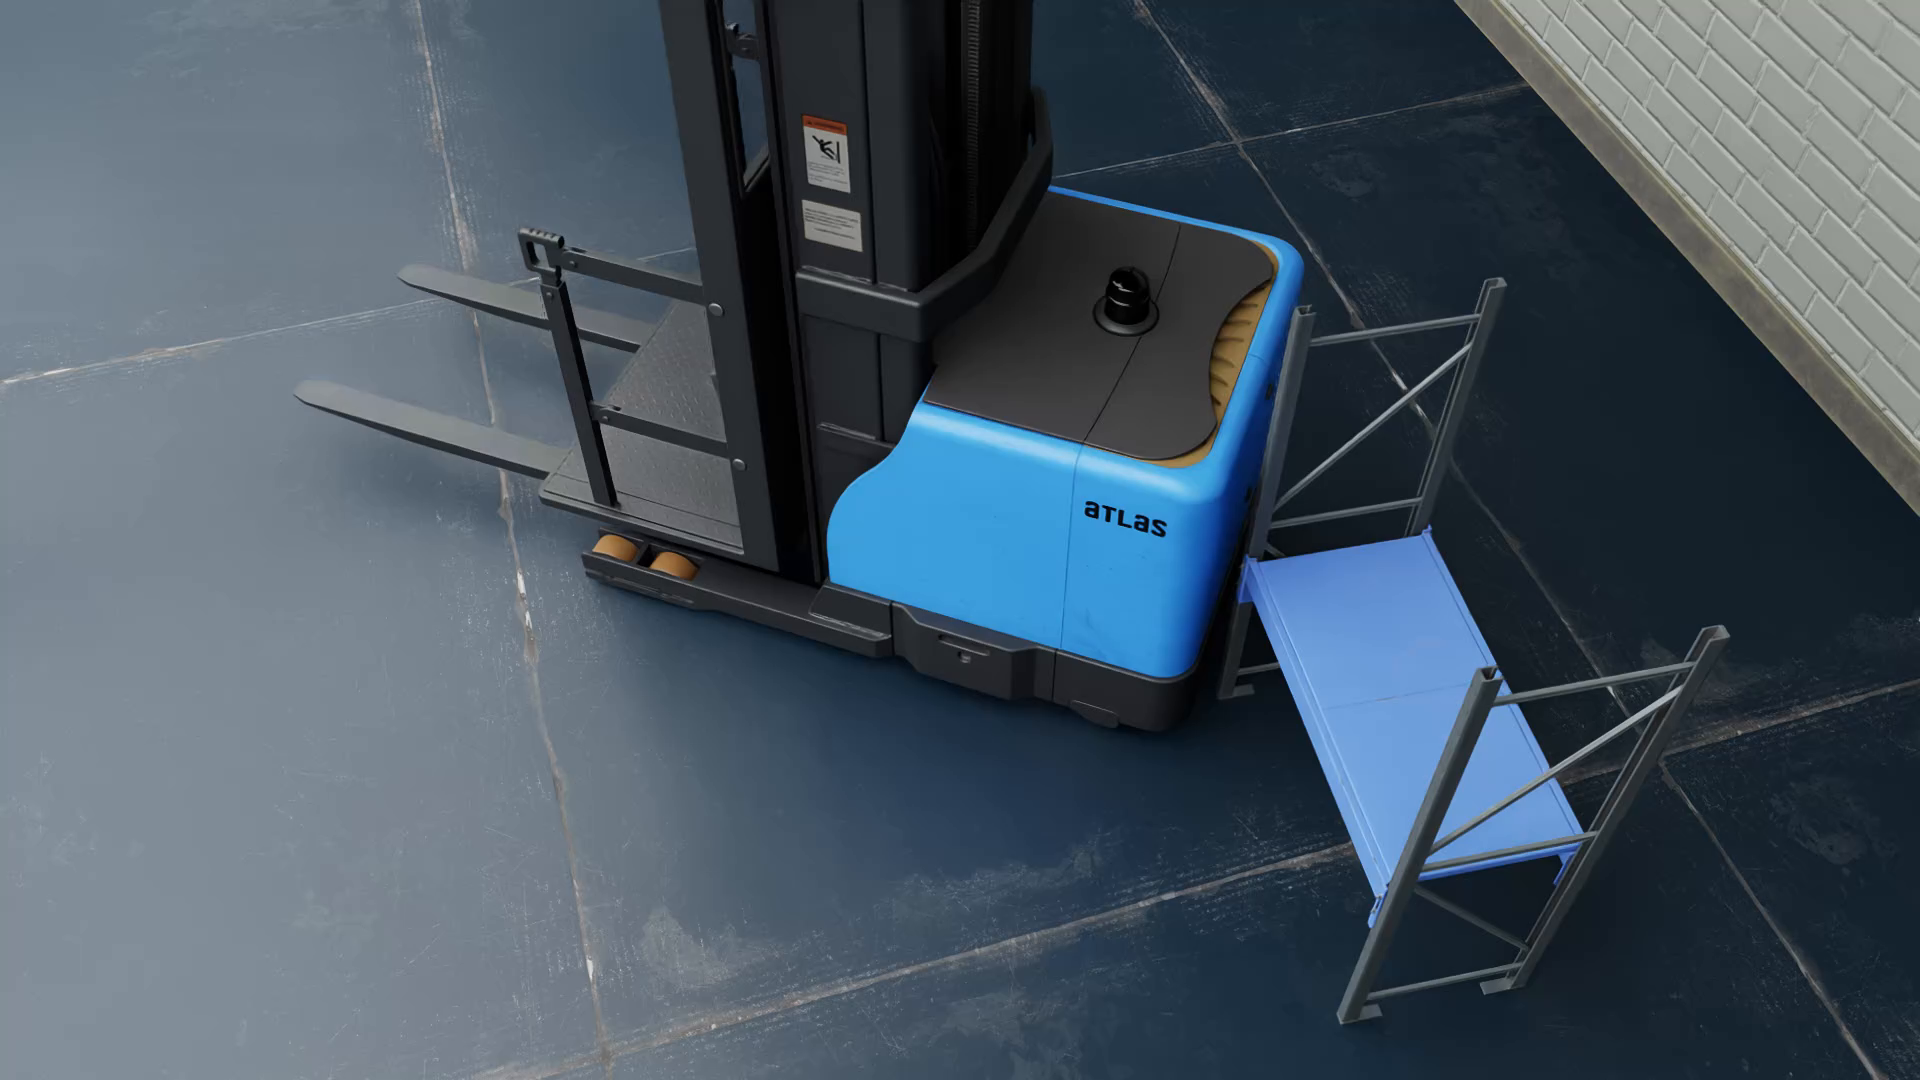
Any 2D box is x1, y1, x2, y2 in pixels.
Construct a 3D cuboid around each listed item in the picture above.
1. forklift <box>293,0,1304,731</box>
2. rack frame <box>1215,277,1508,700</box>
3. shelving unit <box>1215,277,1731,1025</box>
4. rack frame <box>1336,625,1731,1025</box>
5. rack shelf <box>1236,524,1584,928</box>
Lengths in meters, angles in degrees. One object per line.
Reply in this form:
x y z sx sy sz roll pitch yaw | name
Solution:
-0.618 -1.112 4.270 3.031 2.935 1.130 16 52 13 | forklift
0.996 -0.066 4.325 0.500 1.500 0.032 -9 50 -8 | rack frame
1.101 0.314 4.004 0.538 1.500 1.048 -9 50 -8 | shelving unit
1.206 0.695 3.684 0.500 1.500 0.032 -9 50 -8 | rack frame
1.101 0.430 4.142 0.538 0.185 1.000 -9 50 -8 | rack shelf
